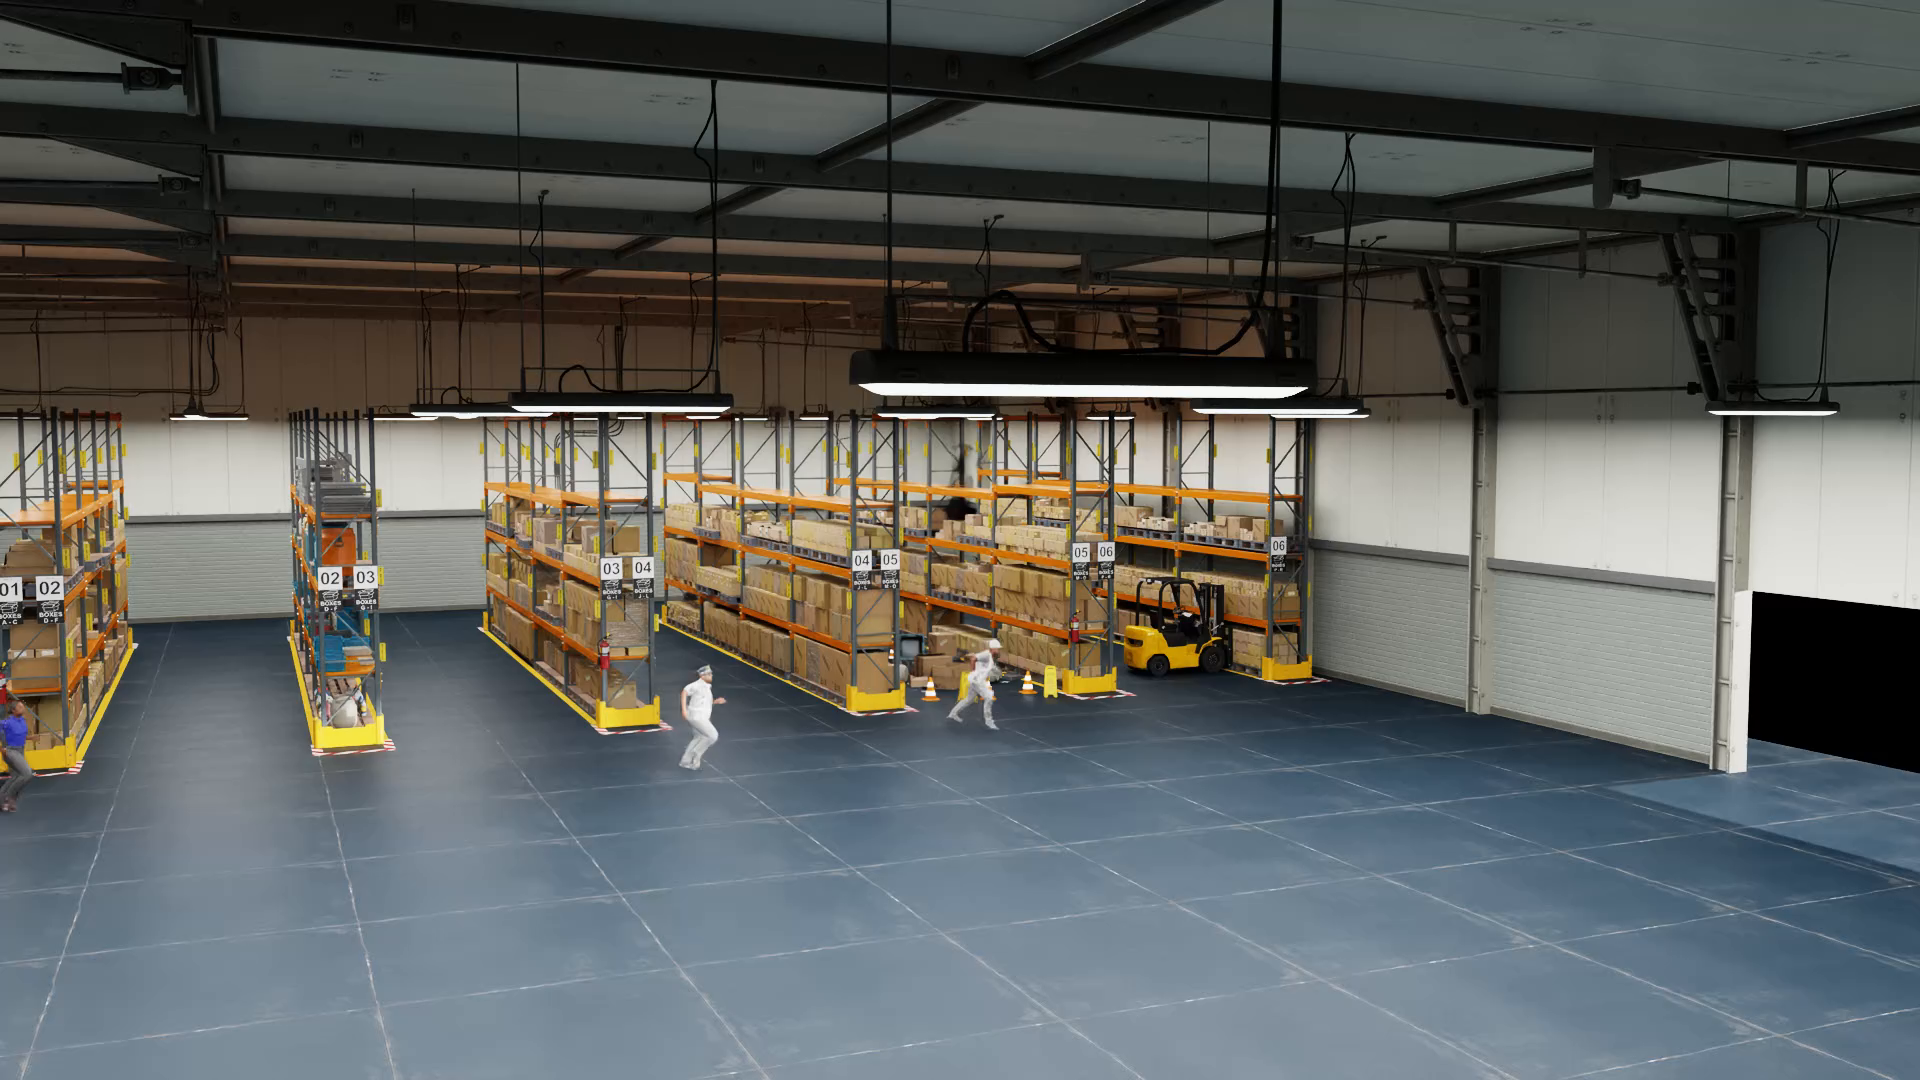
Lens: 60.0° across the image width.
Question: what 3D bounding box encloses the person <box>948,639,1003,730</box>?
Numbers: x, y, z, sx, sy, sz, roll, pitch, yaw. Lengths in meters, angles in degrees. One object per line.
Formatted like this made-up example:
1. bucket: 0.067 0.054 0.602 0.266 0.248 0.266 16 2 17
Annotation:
1. person: 0.287 2.719 31.201 1.051 1.732 0.729 1 4 13

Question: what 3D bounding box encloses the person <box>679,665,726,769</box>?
1. person: -4.248 2.920 27.404 0.769 1.730 0.702 1 4 7

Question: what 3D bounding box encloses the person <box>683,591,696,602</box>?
1. person: -7.986 1.449 49.415 0.725 1.725 0.734 0 4 5

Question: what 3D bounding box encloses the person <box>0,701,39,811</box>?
1. person: -13.958 3.179 24.578 0.662 1.608 0.570 0 4 -2
